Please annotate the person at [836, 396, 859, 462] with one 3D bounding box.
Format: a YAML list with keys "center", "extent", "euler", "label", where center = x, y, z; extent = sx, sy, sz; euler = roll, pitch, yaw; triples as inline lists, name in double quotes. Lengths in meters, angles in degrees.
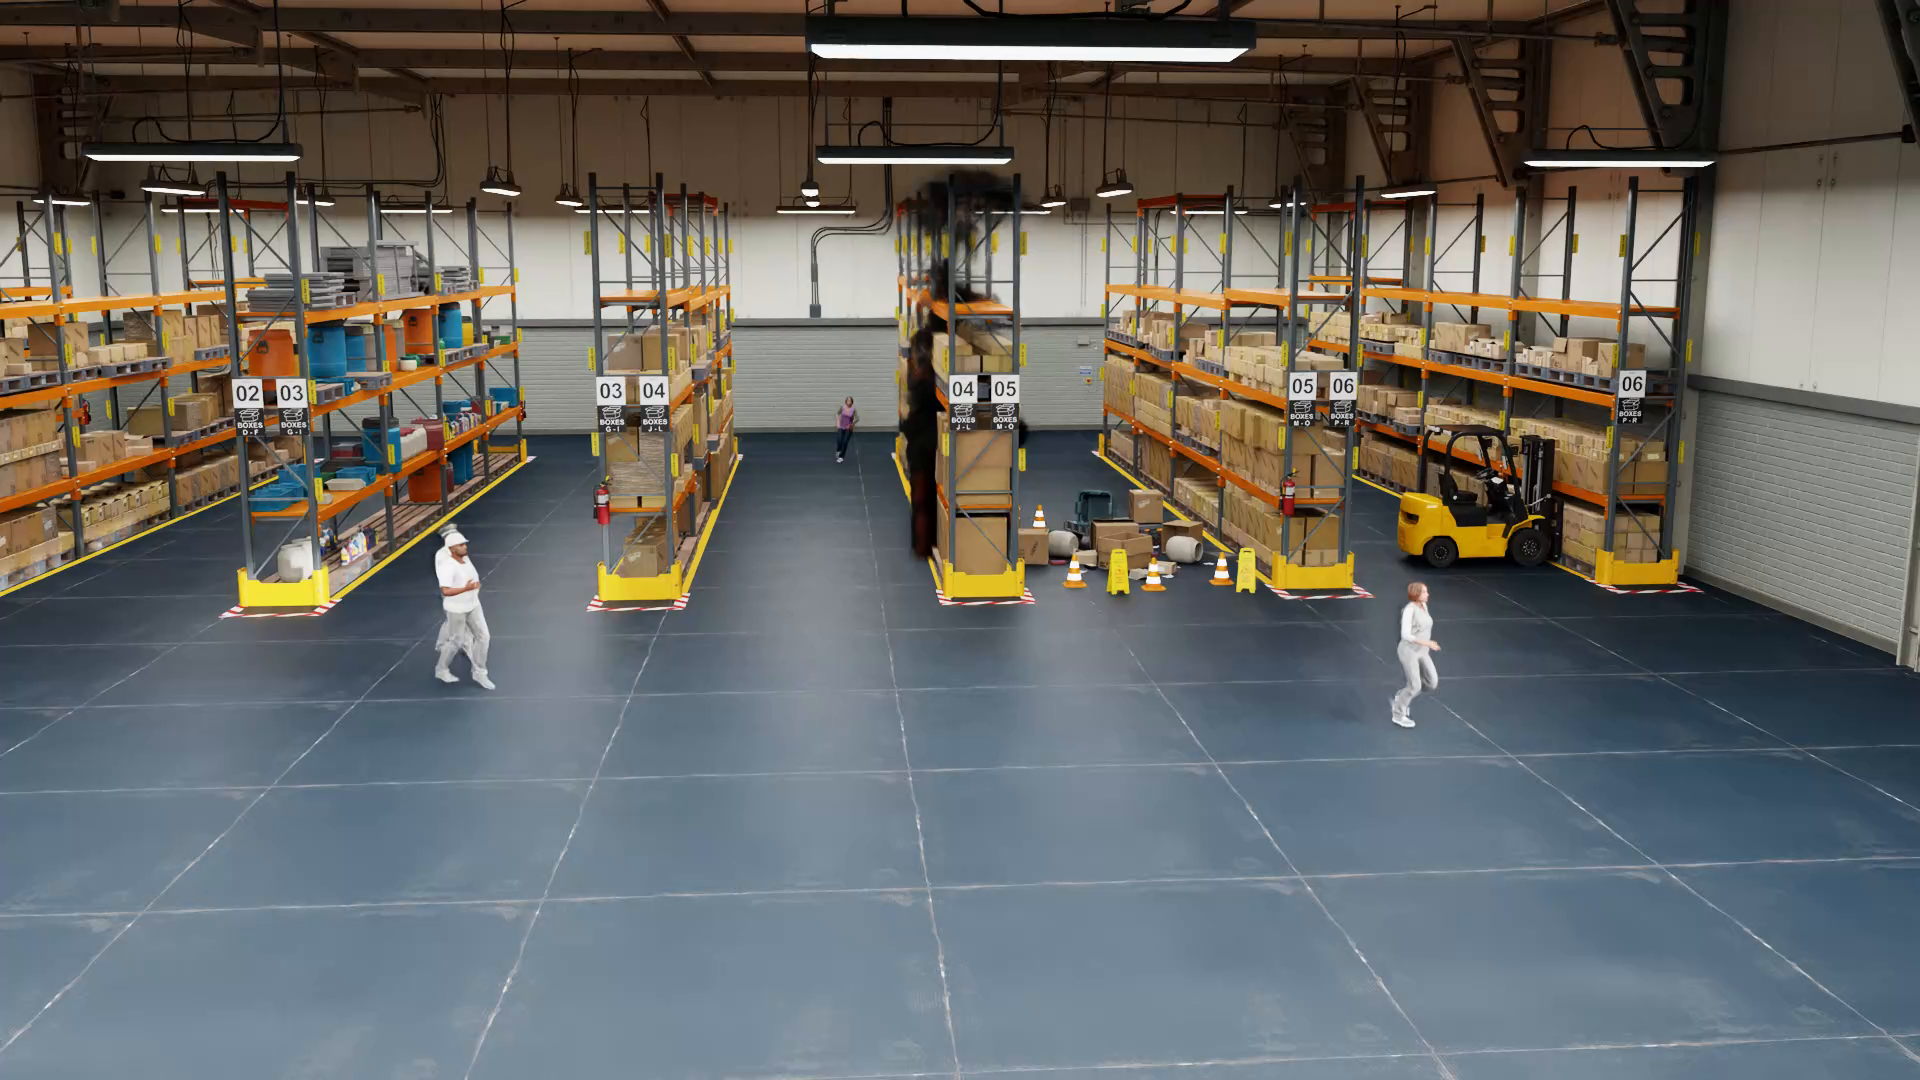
- center: [-2.654, -2.592, 38.947]
  extent: [0.583, 1.548, 0.510]
  euler: [1, 10, 4]
  label: "person"

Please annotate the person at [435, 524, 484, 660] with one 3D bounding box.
- center: [-6.162, 0.632, 20.387]
  extent: [0.706, 1.711, 0.618]
  euler: [6, 12, 31]
  label: "person"

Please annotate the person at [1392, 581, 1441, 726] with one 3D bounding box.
- center: [4.800, 1.197, 17.401]
  extent: [0.545, 1.559, 0.566]
  euler: [9, 13, 40]
  label: "person"

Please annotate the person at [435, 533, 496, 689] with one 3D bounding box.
- center: [-5.683, 0.819, 18.963]
  extent: [0.731, 1.824, 0.676]
  euler: [4, 11, 20]
  label: "person"
